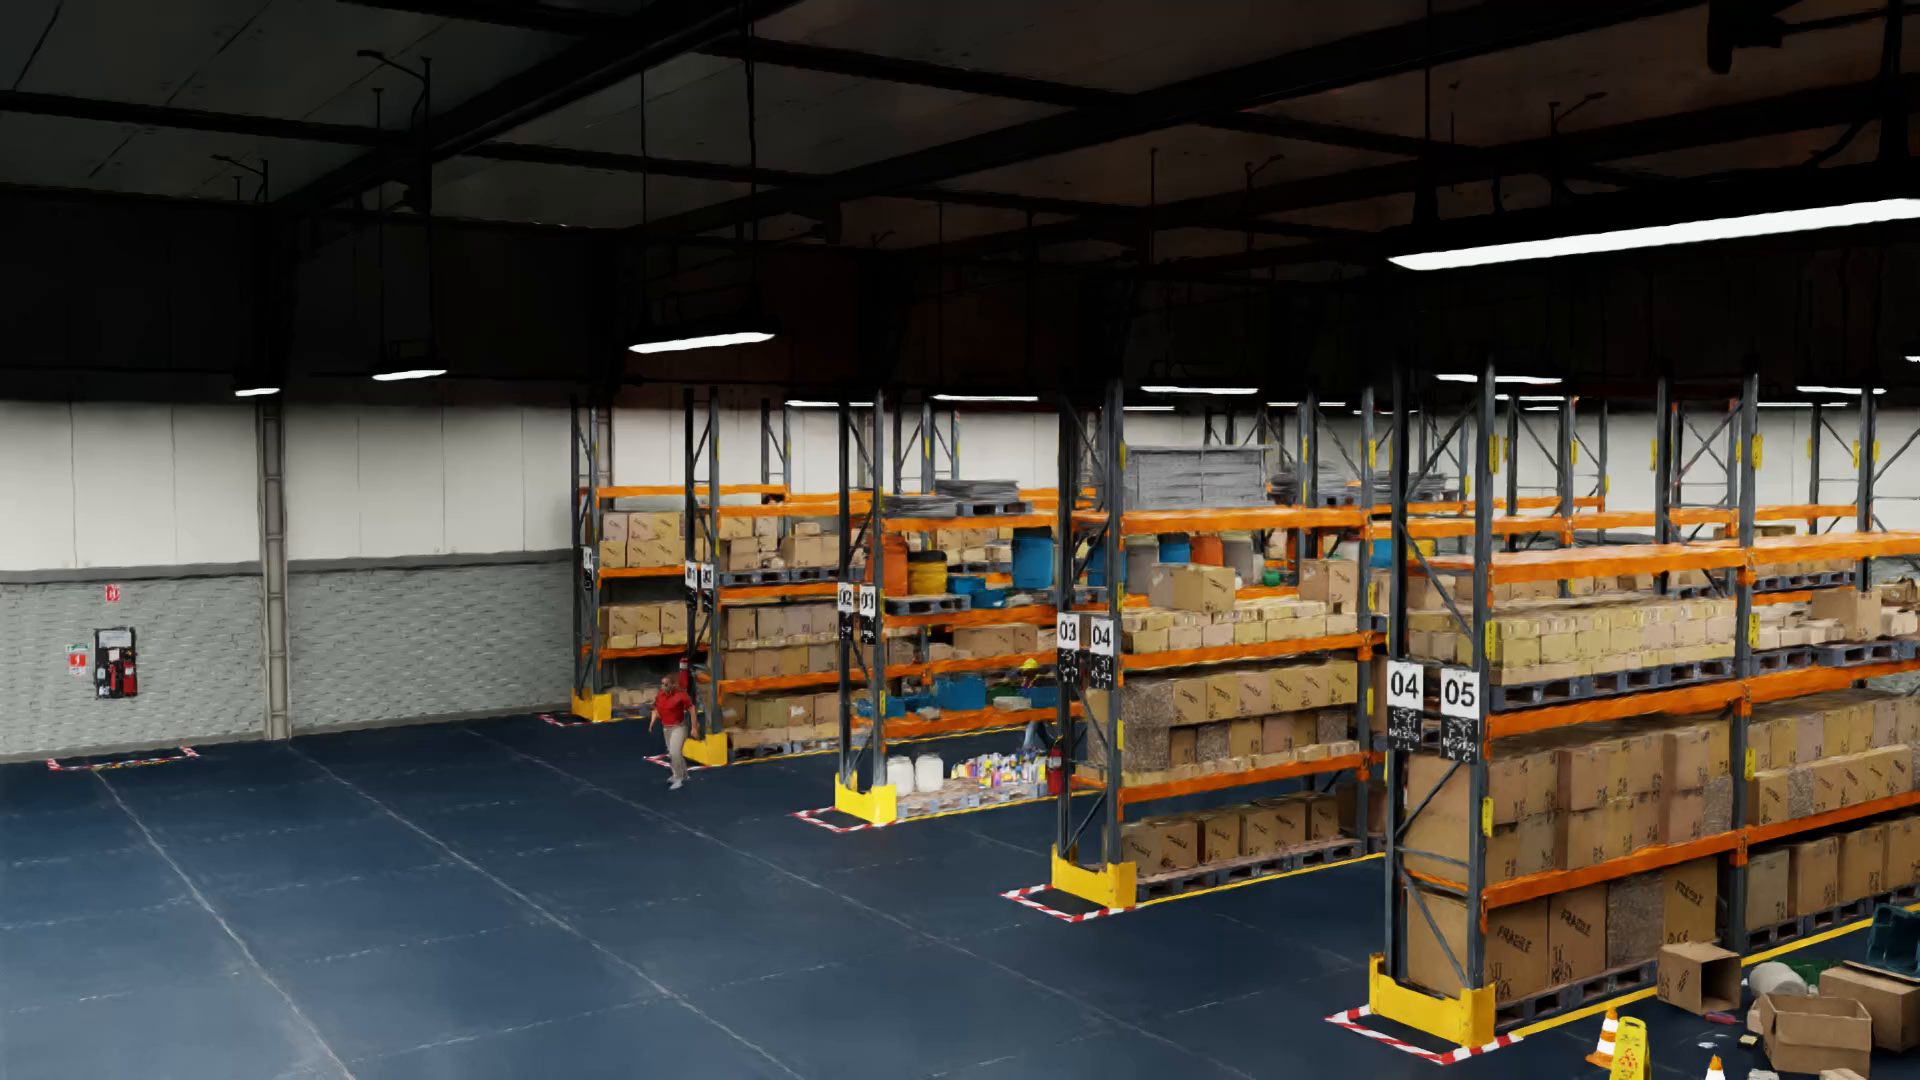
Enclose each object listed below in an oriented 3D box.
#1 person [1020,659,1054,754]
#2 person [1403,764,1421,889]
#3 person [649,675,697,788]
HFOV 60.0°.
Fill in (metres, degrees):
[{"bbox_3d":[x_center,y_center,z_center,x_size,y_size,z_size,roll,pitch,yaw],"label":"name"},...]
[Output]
[{"bbox_3d":[1.143,2.719,26.367,1.107,1.684,0.579,-2,4,-31],"label":"person"},{"bbox_3d":[5.085,3.270,18.771,0.519,1.541,0.566,-3,4,-36],"label":"person"},{"bbox_3d":[-4.254,2.832,24.831,0.693,1.671,0.788,2,4,35],"label":"person"}]
